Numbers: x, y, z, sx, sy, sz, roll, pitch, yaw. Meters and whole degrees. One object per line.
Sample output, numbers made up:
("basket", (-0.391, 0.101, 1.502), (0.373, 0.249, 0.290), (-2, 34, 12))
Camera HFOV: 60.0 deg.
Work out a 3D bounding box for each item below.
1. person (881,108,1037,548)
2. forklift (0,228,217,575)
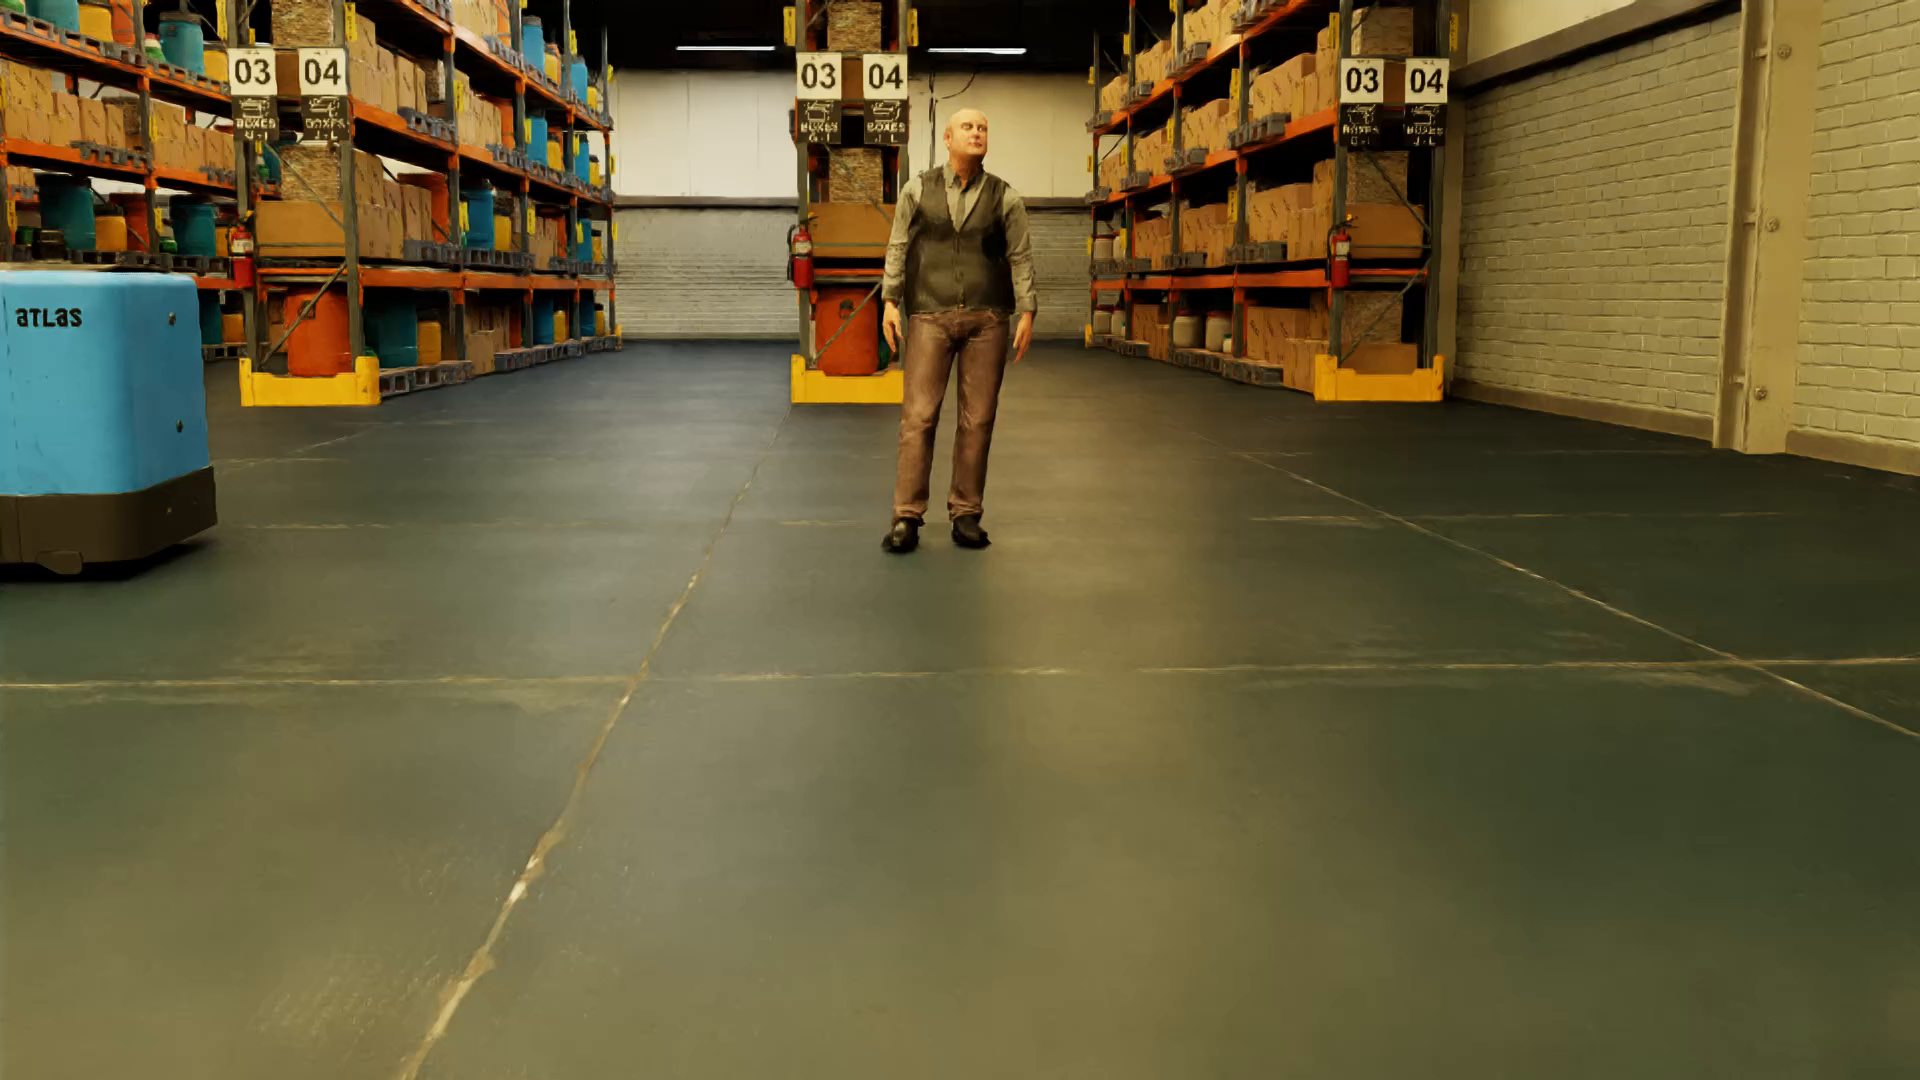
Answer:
("person", (-0.004, -0.849, 6.620), (0.632, 1.720, 0.567), (-1, 8, -4))
("forklift", (-4.452, -1.348, 5.908), (3.031, 2.935, 1.130), (-1, 9, -8))
